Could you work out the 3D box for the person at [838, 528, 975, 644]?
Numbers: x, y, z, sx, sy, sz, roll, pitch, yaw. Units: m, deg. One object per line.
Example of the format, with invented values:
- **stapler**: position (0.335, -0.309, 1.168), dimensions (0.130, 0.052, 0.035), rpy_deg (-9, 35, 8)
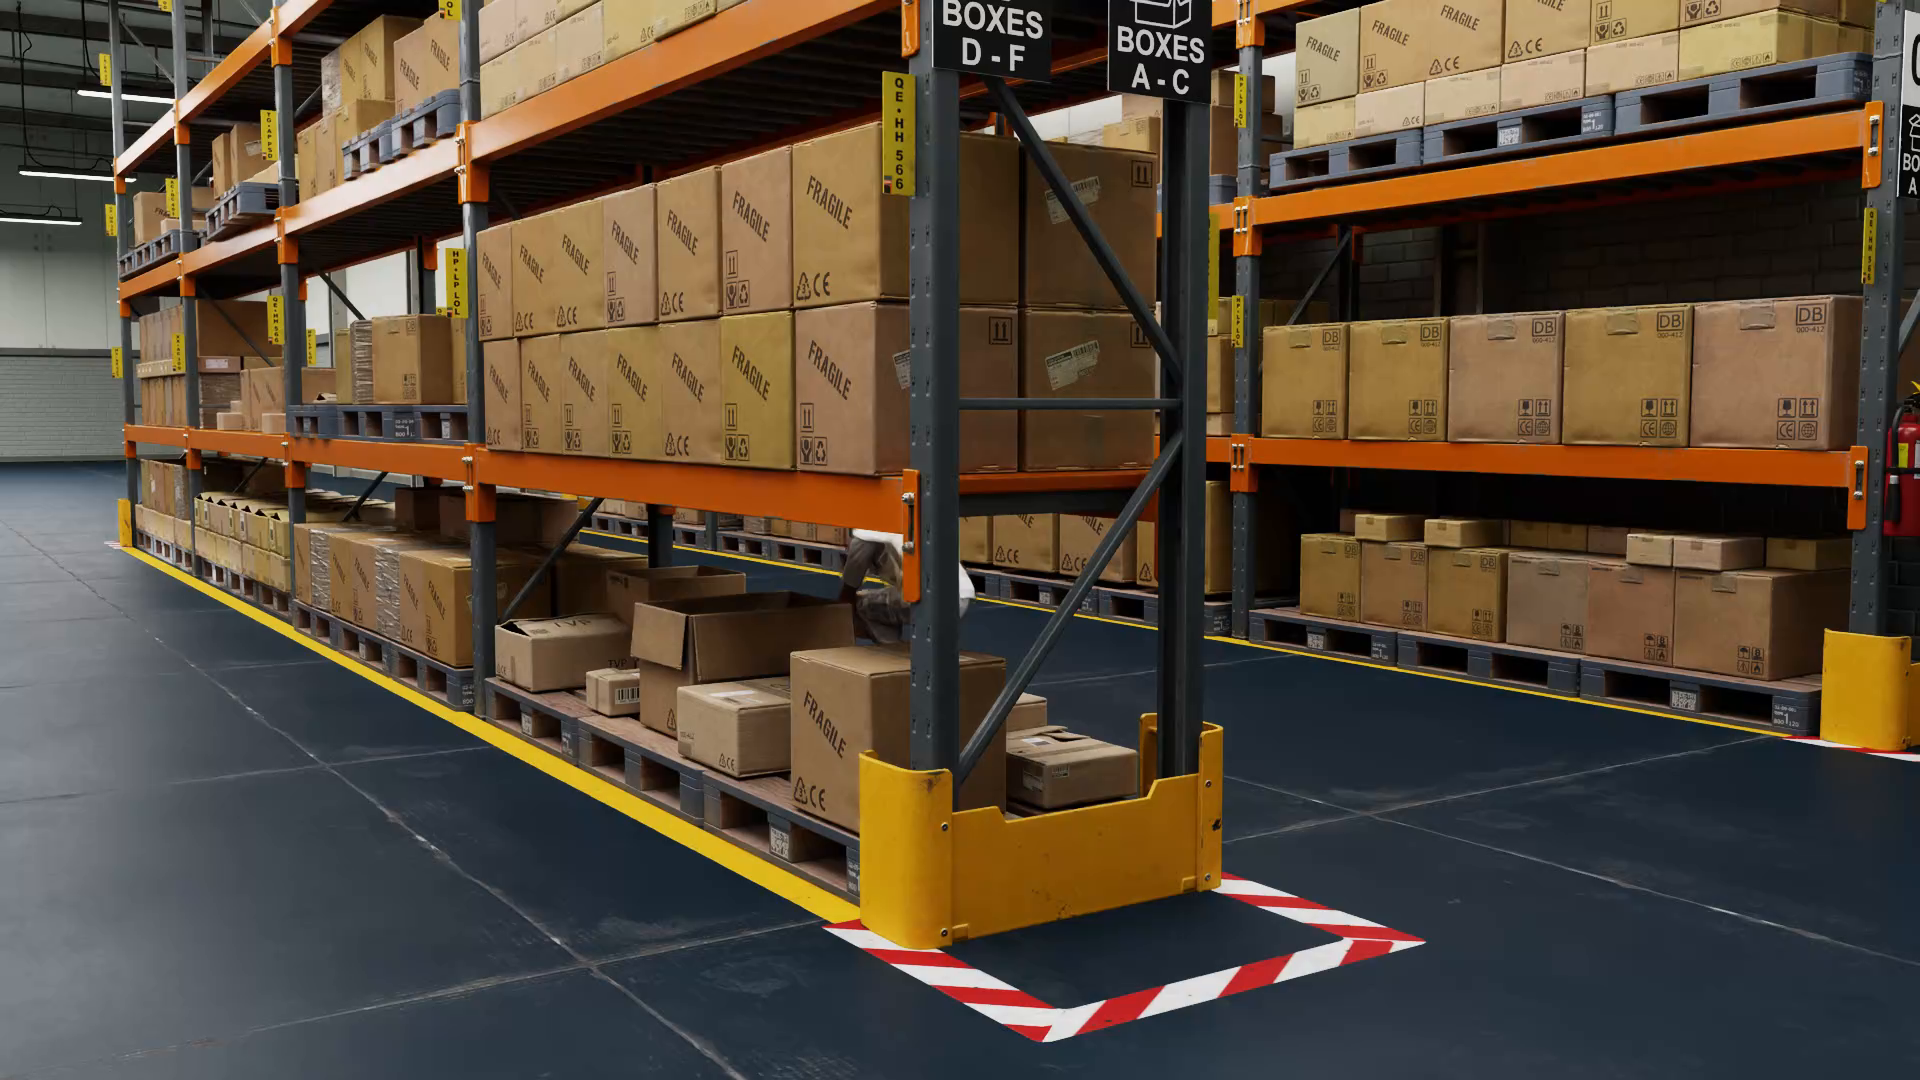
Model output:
- **person**: position (-0.323, 0.274, 9.173), dimensions (0.578, 0.998, 0.909), rpy_deg (-3, 6, -34)
